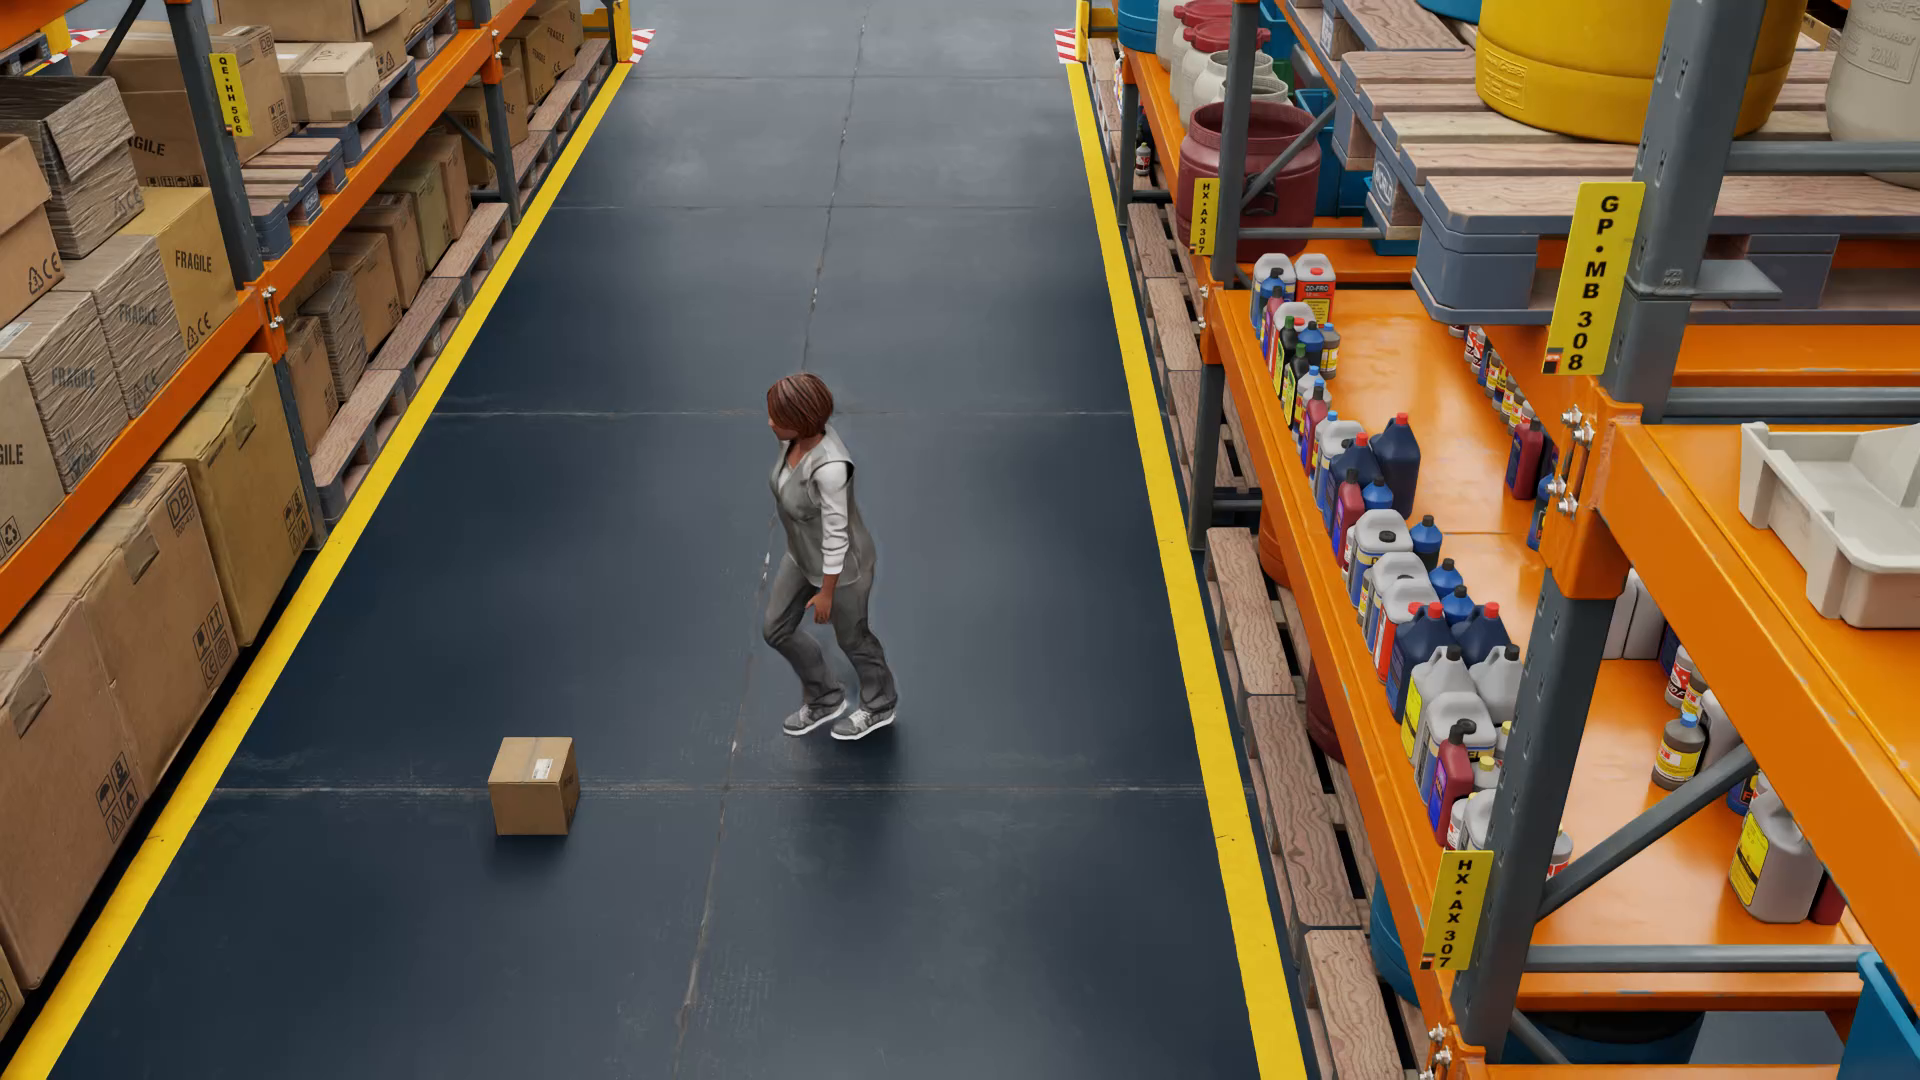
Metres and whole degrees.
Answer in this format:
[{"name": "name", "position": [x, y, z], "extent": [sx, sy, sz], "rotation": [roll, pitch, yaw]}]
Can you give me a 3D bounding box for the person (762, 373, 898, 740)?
[{"name": "person", "position": [-0.454, 0.104, 5.989], "extent": [0.492, 1.538, 0.424], "rotation": [-19, 37, -28]}]
